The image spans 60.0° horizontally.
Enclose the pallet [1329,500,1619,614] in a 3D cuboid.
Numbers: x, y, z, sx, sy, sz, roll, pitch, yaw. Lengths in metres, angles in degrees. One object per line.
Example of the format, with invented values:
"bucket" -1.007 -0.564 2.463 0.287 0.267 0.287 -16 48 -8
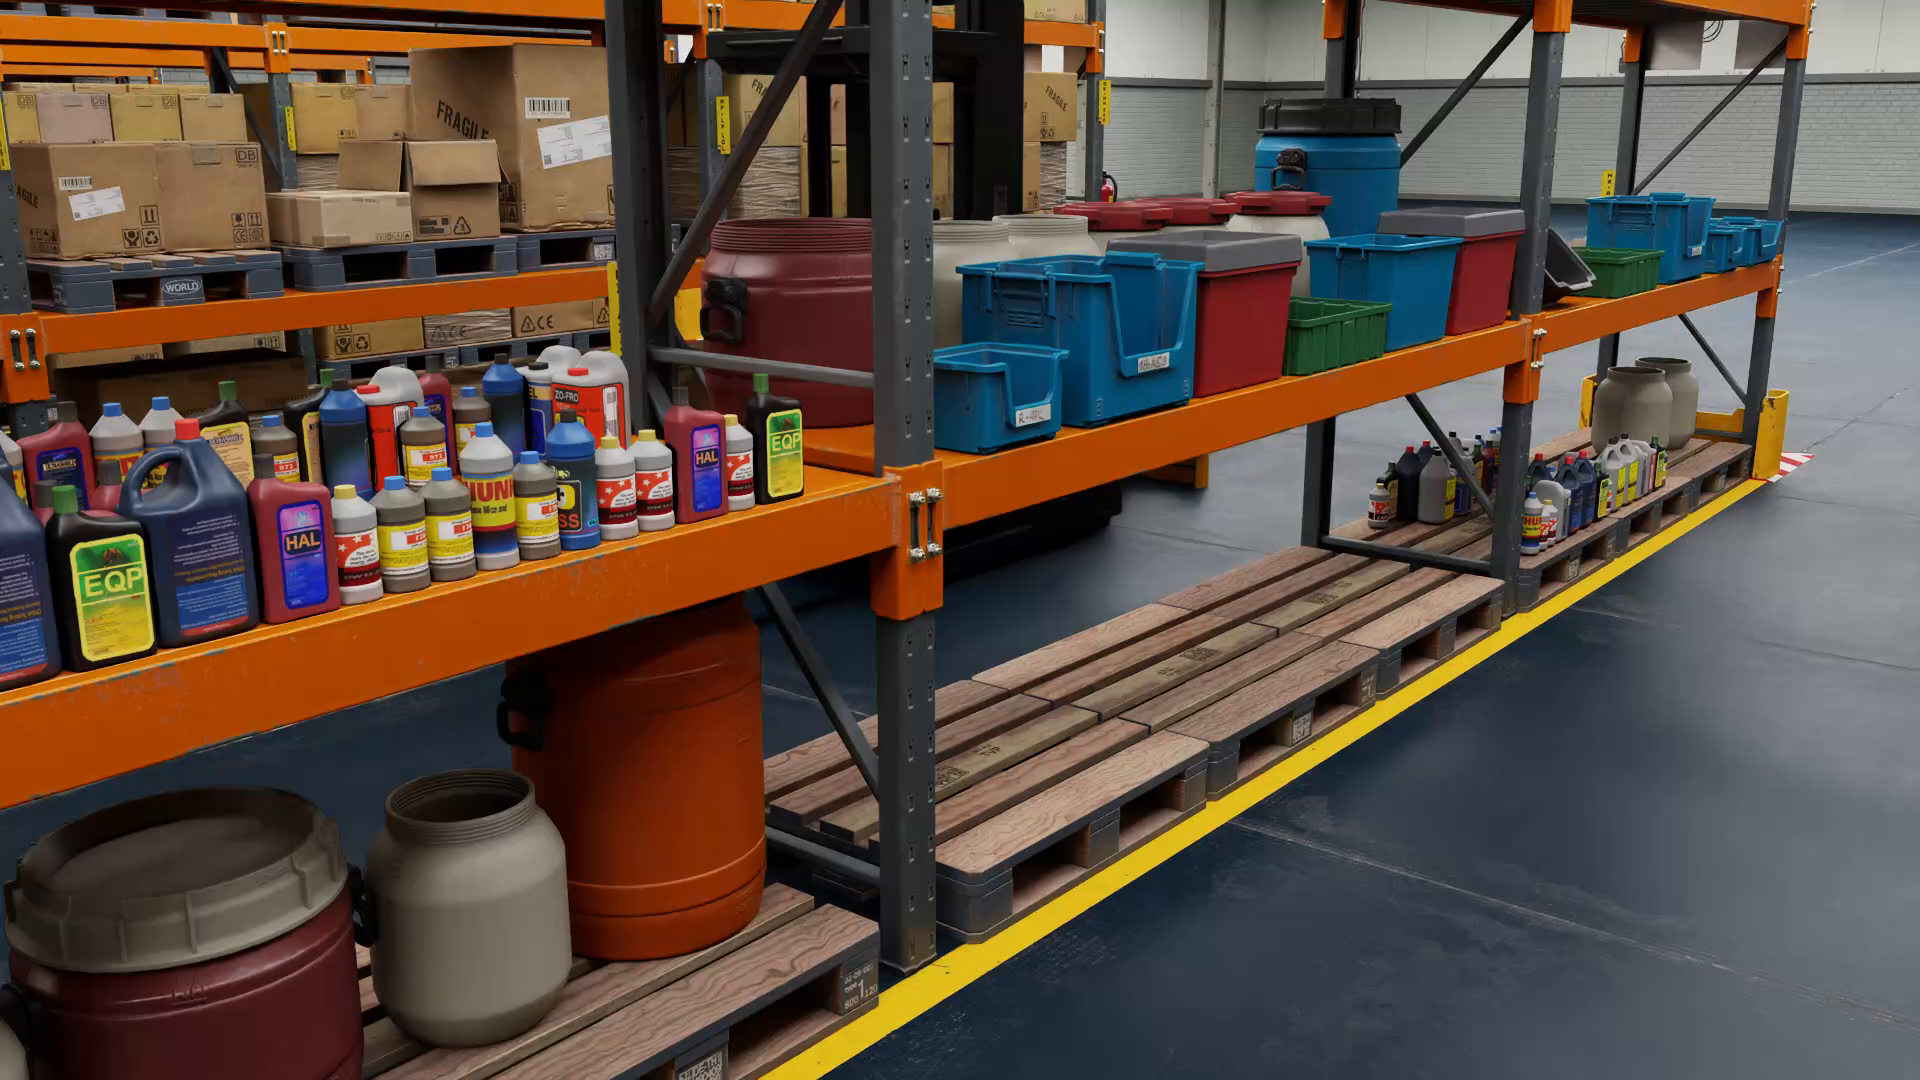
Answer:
"pallet" 2.482 0.035 8.058 1.003 0.211 1.213 11 18 38

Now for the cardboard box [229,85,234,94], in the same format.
"cardboard box" -7.735 -4.597 17.788 0.700 0.500 0.500 11 18 37

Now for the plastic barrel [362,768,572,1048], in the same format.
"plastic barrel" -1.067 0.792 3.613 0.421 0.512 0.421 0 14 0

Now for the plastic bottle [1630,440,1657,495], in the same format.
"plastic bottle" 3.548 -0.390 8.705 0.152 0.276 0.135 11 18 38

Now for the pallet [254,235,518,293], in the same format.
"pallet" -3.127 -1.488 8.776 1.003 0.211 1.213 11 18 38

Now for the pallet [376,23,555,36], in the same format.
"pallet" -4.330 -4.547 14.516 1.003 0.211 1.213 11 18 38

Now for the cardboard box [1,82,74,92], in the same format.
"cardboard box" -9.088 -4.223 16.315 0.700 0.500 0.500 11 18 37

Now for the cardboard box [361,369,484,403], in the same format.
"cardboard box" -2.894 -0.653 9.284 0.700 0.500 0.500 9 17 33

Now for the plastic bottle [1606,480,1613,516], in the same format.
"plastic bottle" 3.172 -0.229 8.221 0.097 0.201 0.097 0 14 0

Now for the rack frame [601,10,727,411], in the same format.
"rack frame" -1.825 -1.961 10.251 1.000 3.000 0.127 11 18 38

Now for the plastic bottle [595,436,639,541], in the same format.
"plastic bottle" -0.702 -0.107 3.354 0.097 0.201 0.097 0 14 0

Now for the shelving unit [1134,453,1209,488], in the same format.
"shelving unit" 0.907 -0.991 9.478 0.587 1.500 1.083 12 18 39

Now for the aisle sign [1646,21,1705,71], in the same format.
"aisle sign" 4.358 -3.280 10.161 0.394 0.787 0.004 11 18 38

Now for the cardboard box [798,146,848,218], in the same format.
"cardboard box" -1.153 -2.321 10.859 0.875 0.500 0.500 11 18 38

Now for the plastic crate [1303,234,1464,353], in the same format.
"plastic crate" 1.576 -0.928 6.214 0.392 0.384 0.575 11 18 38

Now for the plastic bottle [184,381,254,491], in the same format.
"plastic bottle" -1.566 -0.188 3.507 0.061 0.283 0.133 11 18 38

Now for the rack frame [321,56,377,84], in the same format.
"rack frame" -7.019 -4.261 19.303 1.000 3.000 0.127 11 18 38

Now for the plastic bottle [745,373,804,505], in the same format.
"plastic bottle" -0.409 -0.229 3.667 0.061 0.283 0.133 11 18 38

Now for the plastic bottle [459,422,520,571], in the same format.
"plastic bottle" -0.886 -0.085 3.126 0.097 0.271 0.097 0 14 0

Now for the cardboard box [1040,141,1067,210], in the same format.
"cardboard box" 0.322 -2.819 12.819 0.875 0.500 0.500 11 18 38

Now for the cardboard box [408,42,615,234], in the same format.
"cardboard box" -2.434 -2.325 9.611 1.000 1.000 1.000 11 18 38

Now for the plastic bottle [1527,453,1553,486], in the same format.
"plastic bottle" 2.745 -0.237 7.949 0.144 0.351 0.185 11 18 38

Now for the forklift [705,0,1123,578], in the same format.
"forklift" -0.465 -1.304 7.805 1.130 2.935 3.031 12 18 39

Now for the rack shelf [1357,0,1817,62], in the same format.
"rack shelf" 3.284 -2.683 8.460 1.077 0.370 4.000 11 18 38

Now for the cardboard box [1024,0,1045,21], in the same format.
"cardboard box" 0.272 -3.881 12.019 0.500 0.250 0.500 11 18 38

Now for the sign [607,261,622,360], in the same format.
"sign" -0.919 -0.591 4.528 0.100 0.325 0.005 11 18 38

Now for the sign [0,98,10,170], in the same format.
"sign" -3.906 -1.671 6.757 0.100 0.325 0.005 11 18 38

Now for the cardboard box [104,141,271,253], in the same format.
"cardboard box" -3.758 -1.679 8.084 0.500 0.500 0.700 -13 19 -41

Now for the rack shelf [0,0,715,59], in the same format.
"rack shelf" -3.082 -2.683 8.462 1.077 0.370 4.000 11 18 38

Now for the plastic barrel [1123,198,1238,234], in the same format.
"plastic barrel" 0.794 -0.971 6.076 0.433 0.535 0.433 0 14 0

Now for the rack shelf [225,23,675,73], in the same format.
"rack shelf" -4.363 -4.236 14.575 1.077 0.370 4.000 11 18 38

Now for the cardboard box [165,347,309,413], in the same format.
"cardboard box" -3.616 -0.796 8.326 0.500 0.250 0.500 -14 20 -43

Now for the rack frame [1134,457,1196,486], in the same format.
"rack frame" 1.241 -1.088 9.861 0.500 1.500 0.032 12 18 39

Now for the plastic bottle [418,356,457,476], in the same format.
"plastic bottle" -1.252 -0.283 3.883 0.061 0.283 0.133 11 18 38

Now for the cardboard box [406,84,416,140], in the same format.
"cardboard box" -4.660 -3.615 14.263 0.875 0.550 0.550 11 18 38

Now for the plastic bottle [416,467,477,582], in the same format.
"plastic bottle" -0.947 -0.032 3.061 0.097 0.201 0.097 0 14 0

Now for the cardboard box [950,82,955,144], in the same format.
"cardboard box" -0.091 -3.069 11.773 0.500 0.500 0.500 11 18 38

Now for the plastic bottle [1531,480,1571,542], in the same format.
"plastic bottle" 2.750 -0.147 7.748 0.152 0.276 0.135 12 19 40

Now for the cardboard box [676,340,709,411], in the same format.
"cardboard box" -1.543 -1.024 10.784 0.500 0.500 0.500 11 18 36

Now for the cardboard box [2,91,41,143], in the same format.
"cardboard box" -6.885 -2.893 11.685 0.700 0.500 0.500 11 18 37

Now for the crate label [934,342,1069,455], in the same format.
"crate label" 0.069 -0.370 4.328 0.303 0.233 0.416 11 18 38

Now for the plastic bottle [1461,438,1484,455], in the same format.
"plastic bottle" 2.636 -0.385 8.684 0.152 0.276 0.135 12 18 39

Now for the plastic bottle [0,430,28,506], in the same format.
"plastic bottle" -1.830 -0.094 3.163 0.097 0.271 0.097 0 14 0

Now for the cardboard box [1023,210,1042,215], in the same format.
"cardboard box" 0.395 -2.415 12.548 0.380 0.149 0.250 11 18 38

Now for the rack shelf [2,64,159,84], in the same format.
"rack shelf" -12.139 -5.750 20.535 1.077 0.370 4.000 11 18 38

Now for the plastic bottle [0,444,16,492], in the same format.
"plastic bottle" -1.783 -0.079 2.940 0.144 0.351 0.185 11 18 38

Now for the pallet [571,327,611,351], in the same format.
"pallet" -3.547 -1.997 16.056 1.003 0.211 1.213 11 18 38

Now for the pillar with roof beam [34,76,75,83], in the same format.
"pillar with roof beam" -8.673 -7.276 18.987 9.100 9.000 0.400 11 18 38

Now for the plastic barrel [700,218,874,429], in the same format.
"plastic barrel" -0.431 -0.630 4.736 0.600 0.536 0.708 11 18 38

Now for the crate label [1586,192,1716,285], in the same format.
"crate label" 3.595 -1.583 8.692 0.502 0.435 0.616 11 18 38

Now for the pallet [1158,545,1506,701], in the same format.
"pallet" 1.564 0.313 6.961 1.003 0.211 1.213 11 18 38

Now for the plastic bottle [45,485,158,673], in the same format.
"plastic bottle" -1.328 0.051 2.566 0.061 0.283 0.133 11 18 38

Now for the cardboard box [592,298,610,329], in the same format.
"cardboard box" -3.481 -2.548 16.022 0.875 0.875 0.875 11 18 38

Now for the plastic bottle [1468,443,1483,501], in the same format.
"plastic bottle" 2.627 -0.347 8.520 0.061 0.283 0.133 11 18 38

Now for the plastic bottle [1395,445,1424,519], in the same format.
"plastic bottle" 2.208 -0.292 8.166 0.144 0.351 0.185 11 18 36

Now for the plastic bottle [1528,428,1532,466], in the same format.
"plastic bottle" 3.159 -0.553 9.354 0.097 0.271 0.097 0 14 0

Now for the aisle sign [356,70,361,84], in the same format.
"aisle sign" -6.755 -5.488 18.853 0.394 0.787 0.004 11 18 38
